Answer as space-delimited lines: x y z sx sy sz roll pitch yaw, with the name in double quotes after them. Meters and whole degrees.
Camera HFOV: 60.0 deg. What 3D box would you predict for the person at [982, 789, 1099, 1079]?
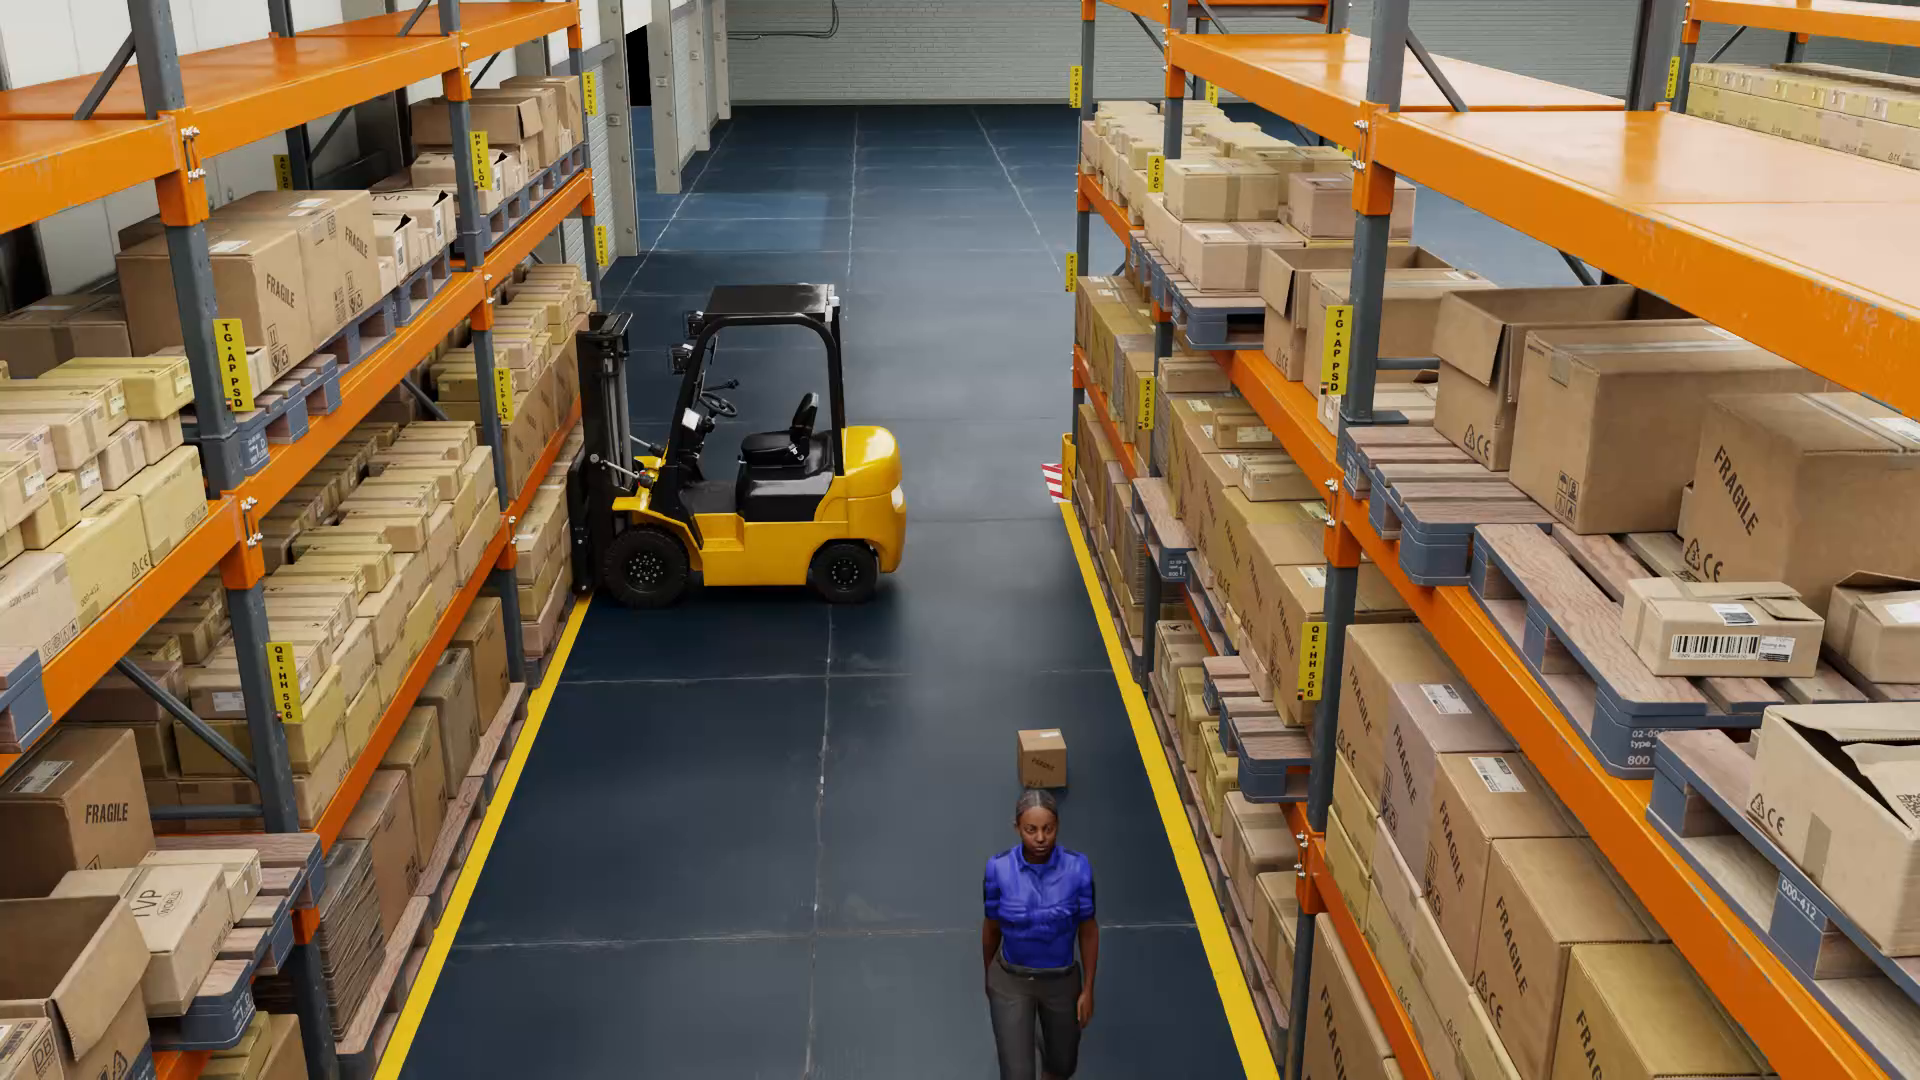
0.311 1.704 6.515 0.449 1.617 0.835 -1 21 -1 "person"
